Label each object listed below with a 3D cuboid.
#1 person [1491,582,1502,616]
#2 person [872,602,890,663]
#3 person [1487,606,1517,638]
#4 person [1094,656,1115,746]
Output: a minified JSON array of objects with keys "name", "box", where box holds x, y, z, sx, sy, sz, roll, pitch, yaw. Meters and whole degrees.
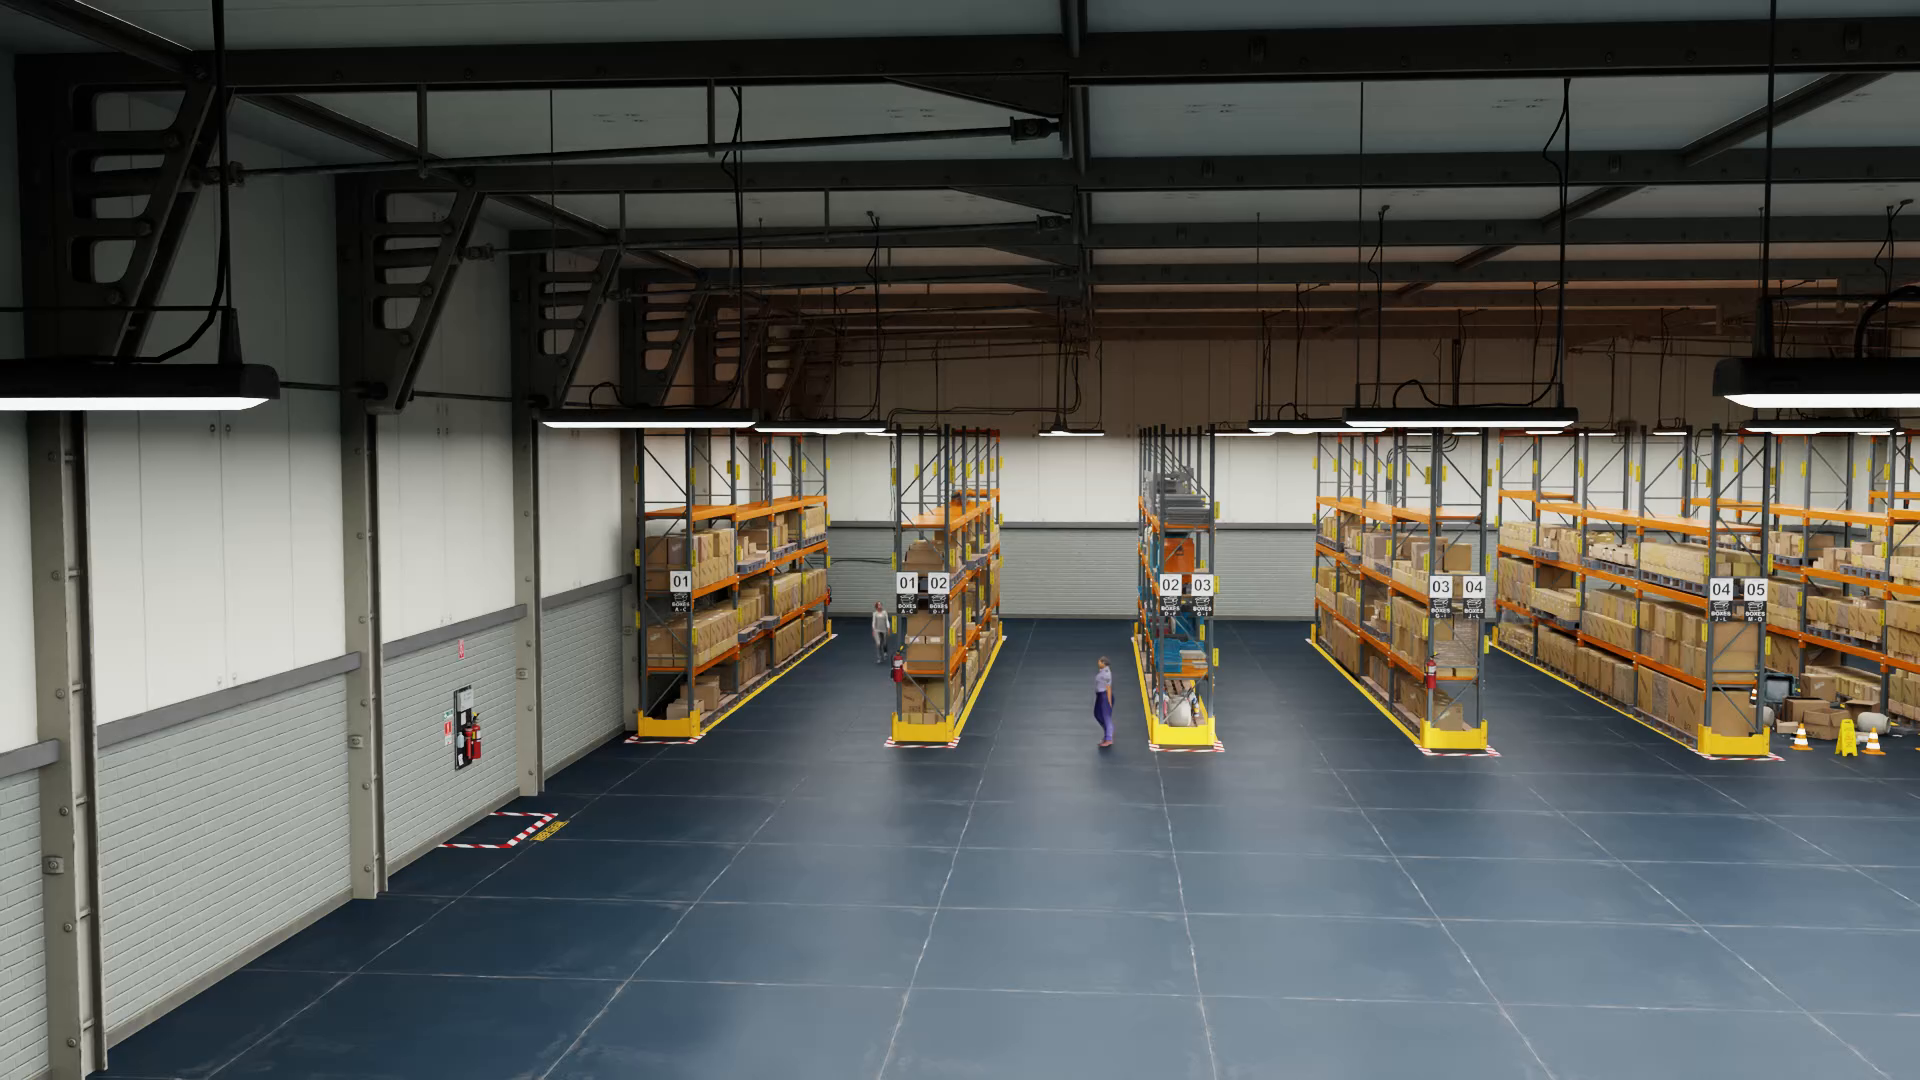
[{"name":"person","box":[15.782,1.952,48.694,0.498,1.613,0.431,-3,4,-39]},{"name":"person","box":[-2.018,2.349,42.545,0.455,1.539,0.703,0,3,0]},{"name":"person","box":[15.583,1.969,47.388,1.020,1.713,0.623,0,3,4]},{"name":"person","box":[2.725,2.999,31.122,0.398,1.670,0.604,0,3,-2]}]
